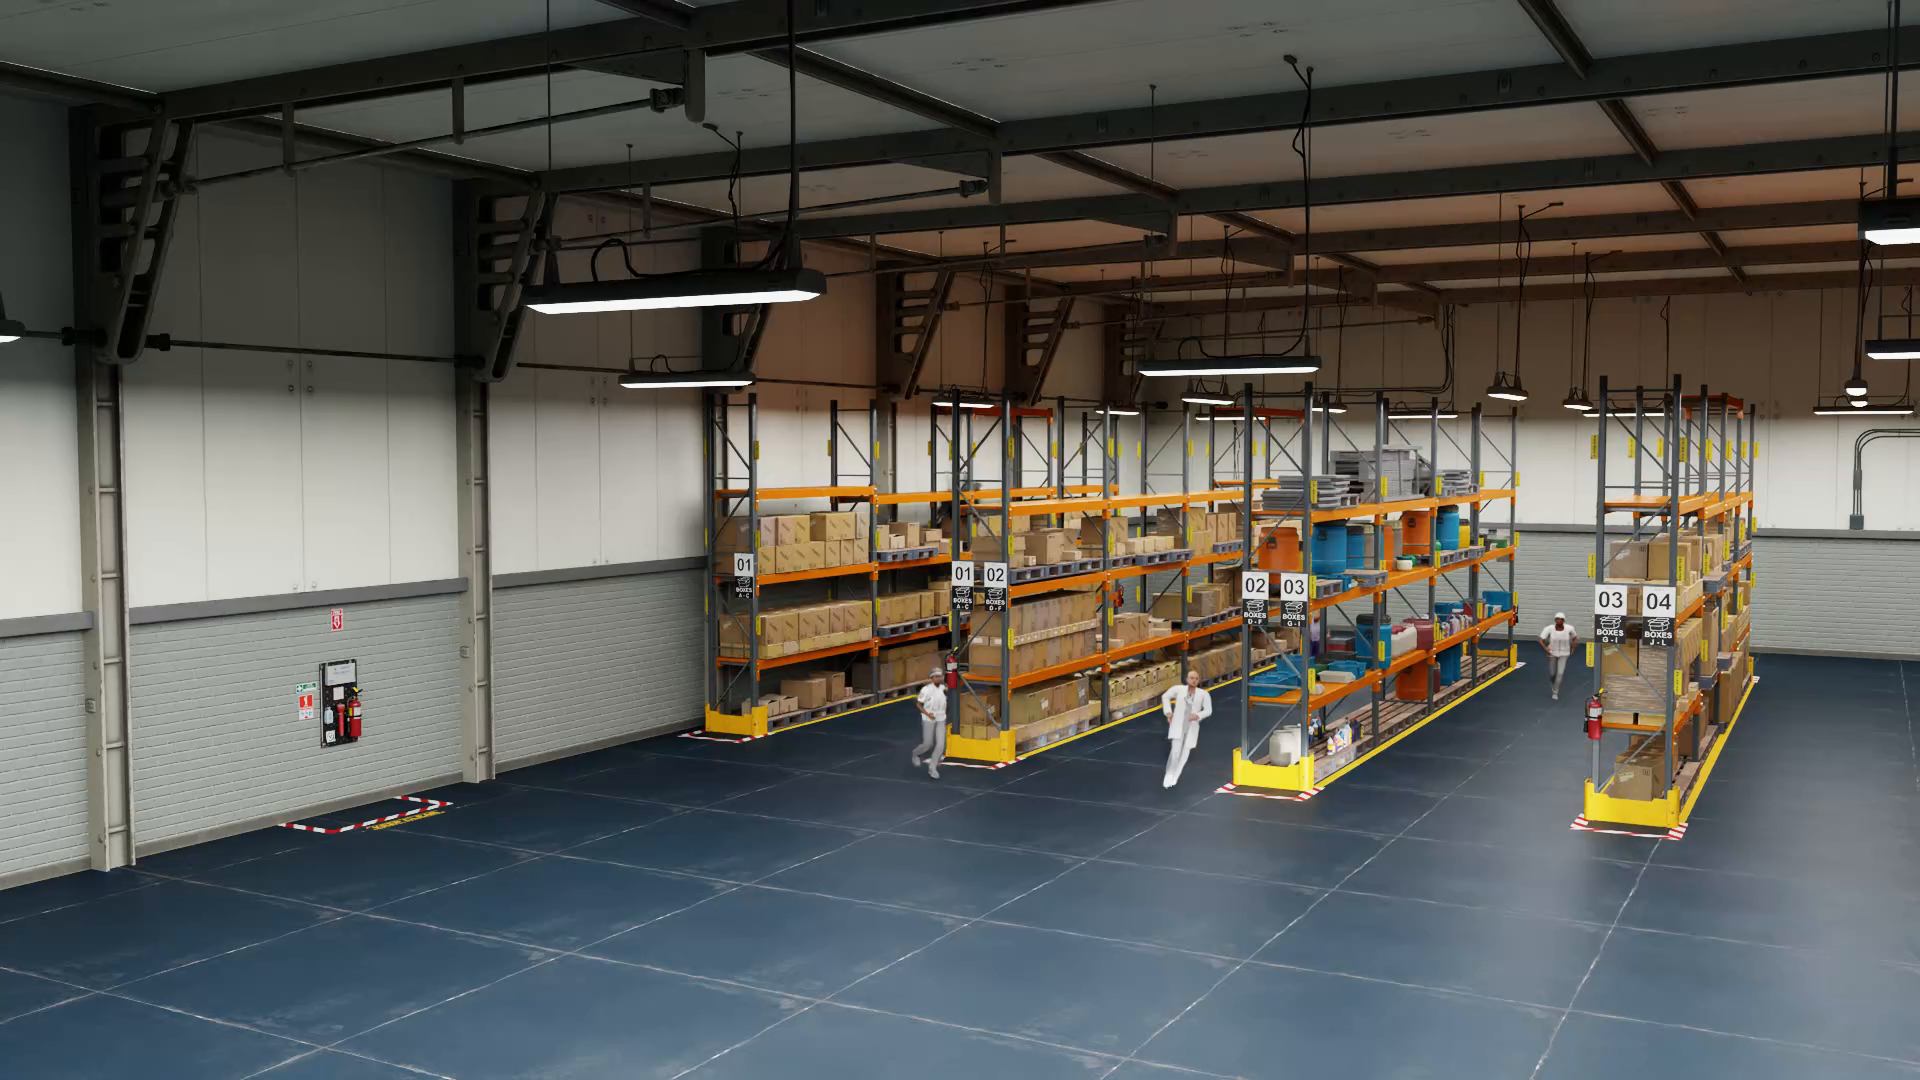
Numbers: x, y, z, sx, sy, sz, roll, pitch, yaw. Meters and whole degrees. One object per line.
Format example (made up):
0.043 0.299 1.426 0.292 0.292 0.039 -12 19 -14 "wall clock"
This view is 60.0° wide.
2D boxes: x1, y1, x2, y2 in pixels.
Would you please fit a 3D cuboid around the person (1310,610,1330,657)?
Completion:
7.589 2.289 35.511 0.608 1.596 0.555 1 3 23 "person"

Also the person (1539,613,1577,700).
12.093 2.326 33.633 0.716 1.750 0.872 1 3 16 "person"

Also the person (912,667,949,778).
-0.421 2.792 25.716 0.599 1.681 0.693 -2 4 -29 "person"

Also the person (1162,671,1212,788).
3.368 2.802 24.643 0.714 1.746 0.678 0 3 -1 "person"
